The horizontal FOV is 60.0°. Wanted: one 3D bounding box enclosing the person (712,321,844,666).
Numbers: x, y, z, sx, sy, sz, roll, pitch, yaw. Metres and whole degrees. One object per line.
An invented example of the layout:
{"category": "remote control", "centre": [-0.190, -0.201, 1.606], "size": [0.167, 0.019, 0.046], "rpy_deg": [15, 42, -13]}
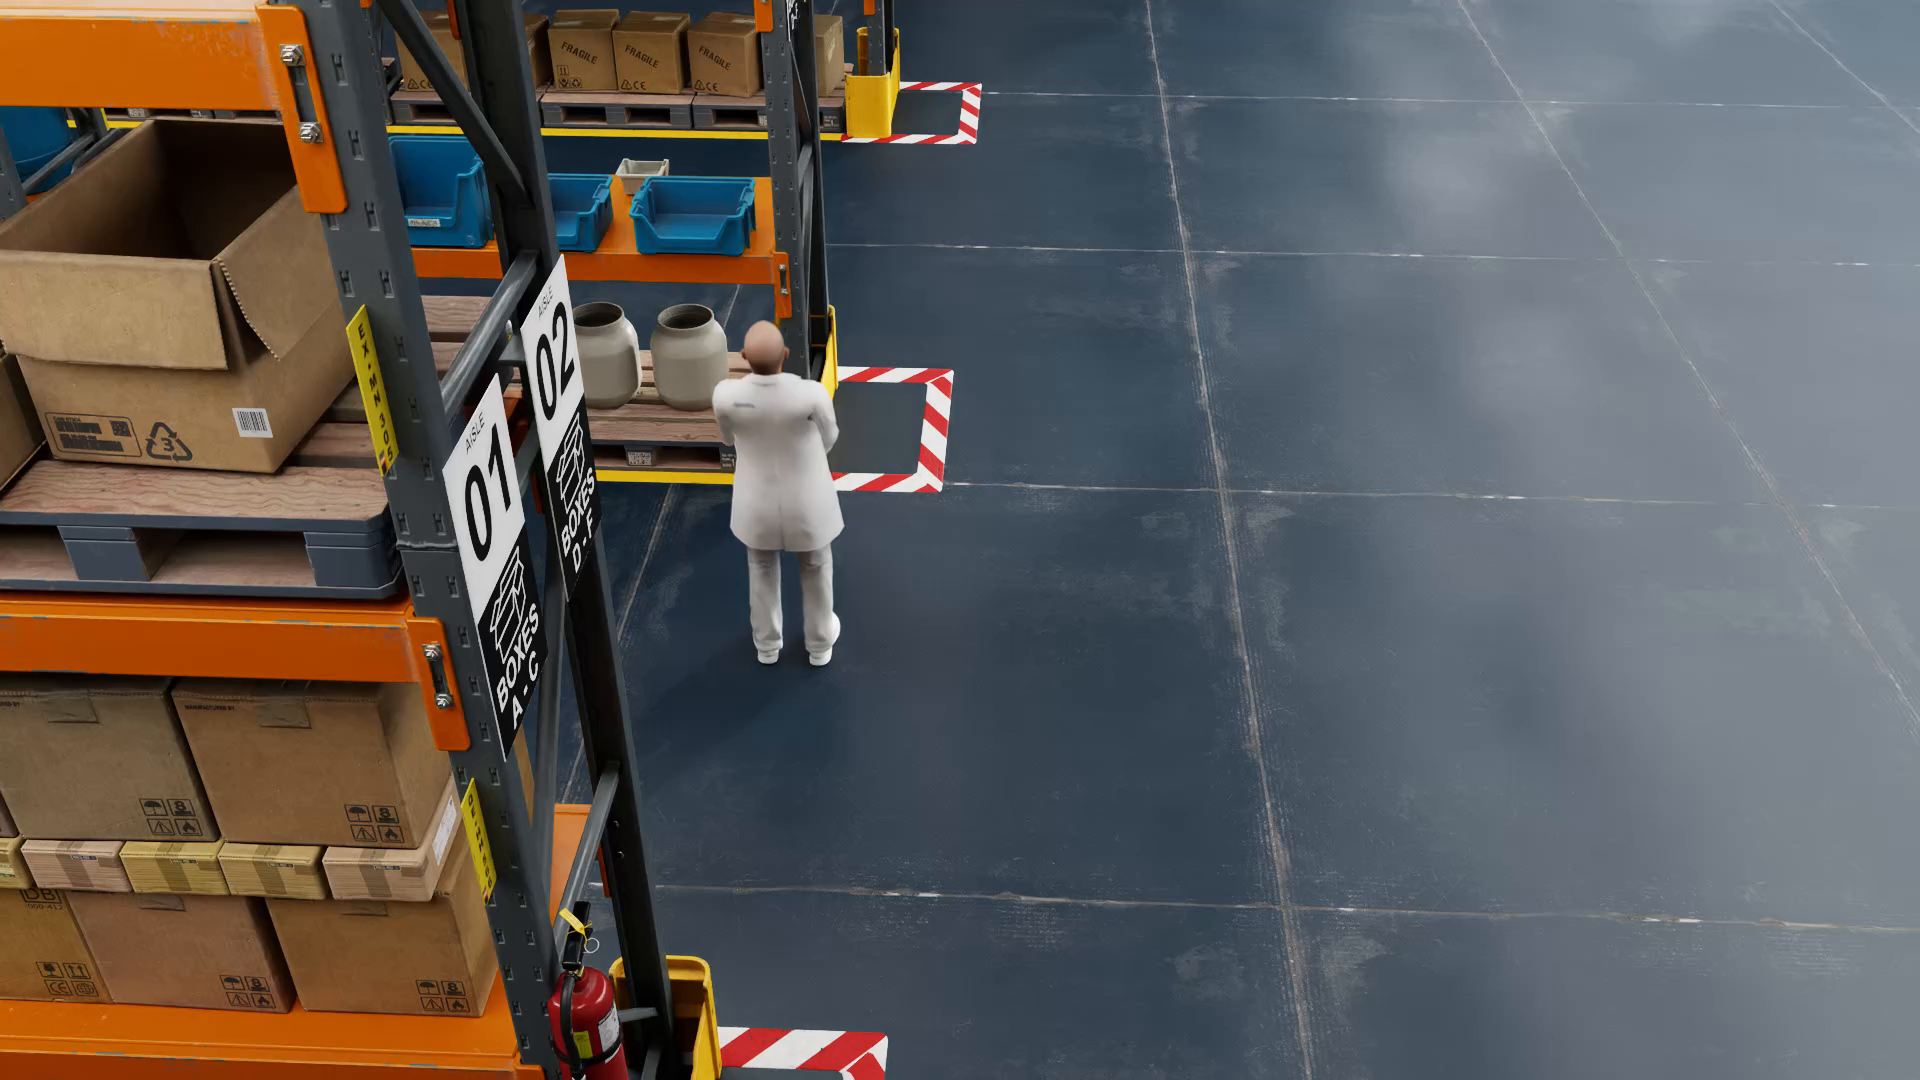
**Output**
{"category": "person", "centre": [-0.790, -0.263, 7.507], "size": [0.530, 1.771, 0.553], "rpy_deg": [1, 35, 2]}
